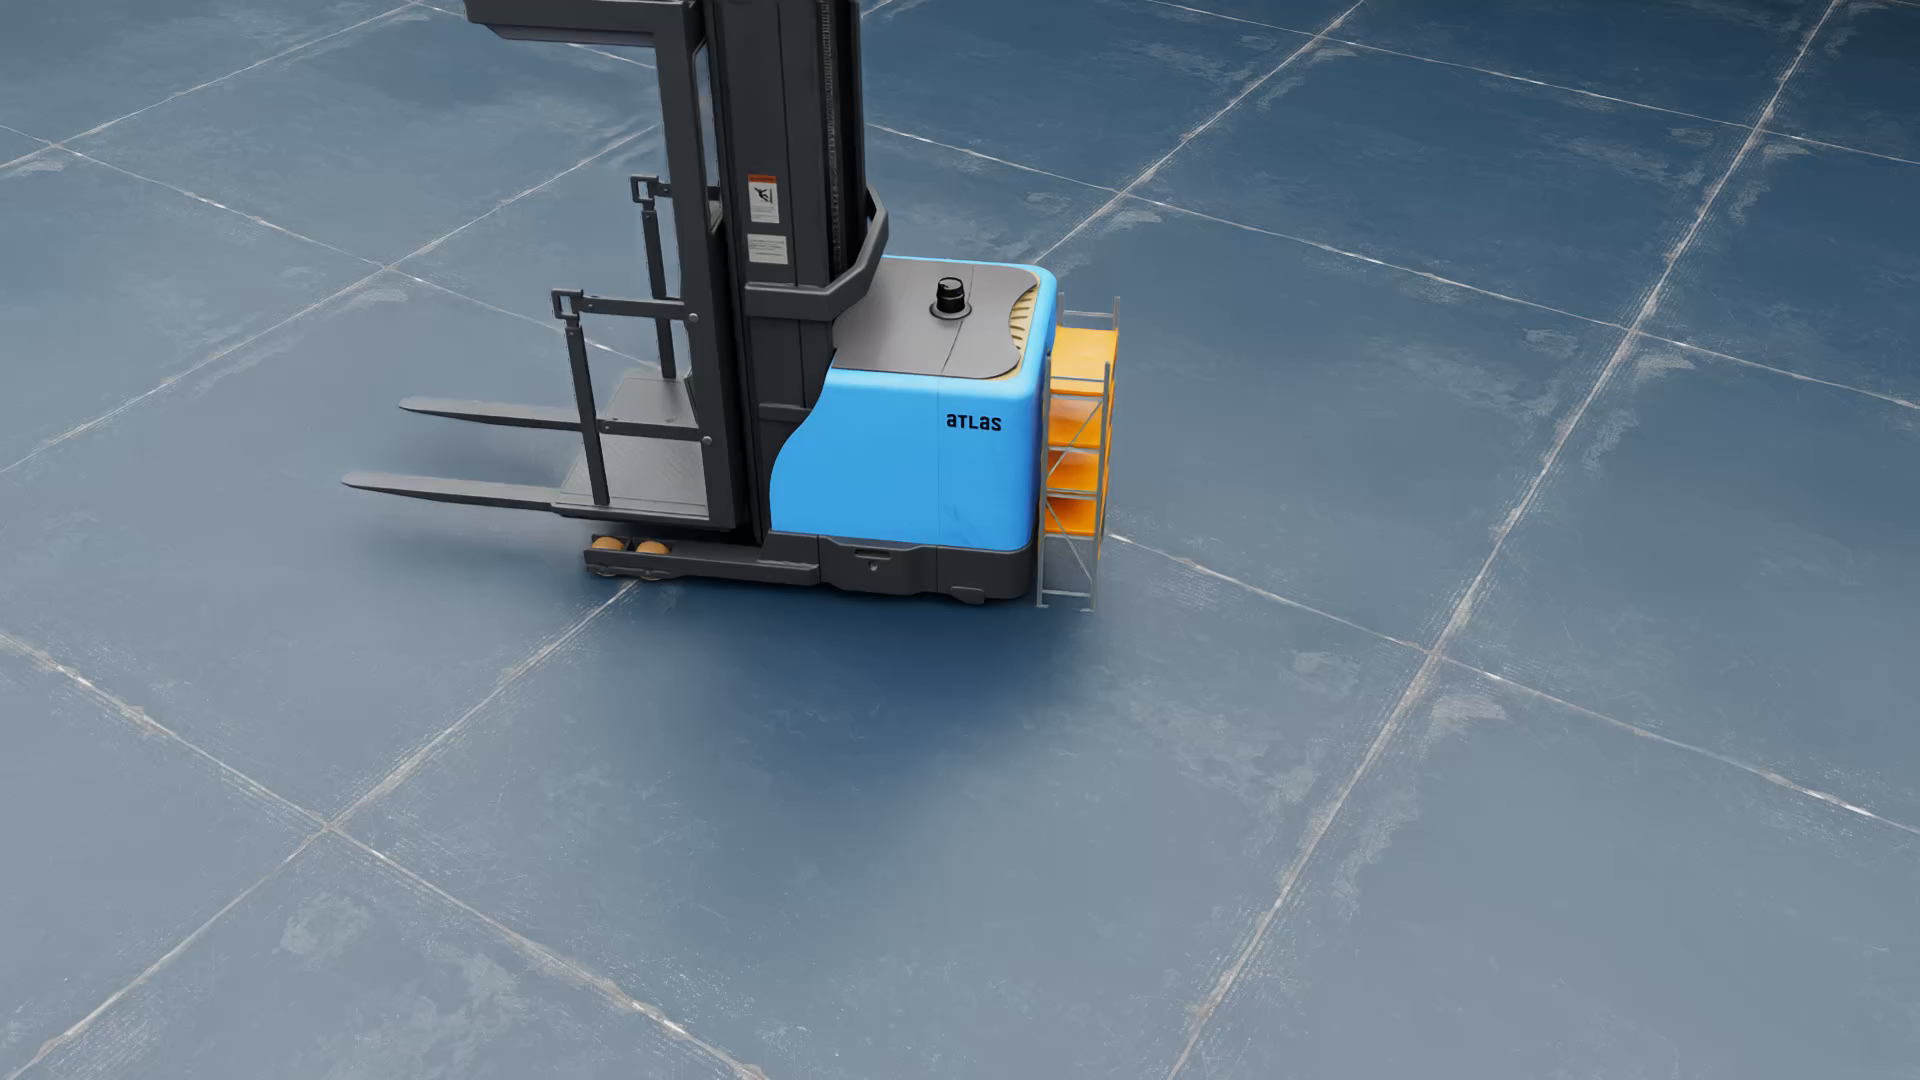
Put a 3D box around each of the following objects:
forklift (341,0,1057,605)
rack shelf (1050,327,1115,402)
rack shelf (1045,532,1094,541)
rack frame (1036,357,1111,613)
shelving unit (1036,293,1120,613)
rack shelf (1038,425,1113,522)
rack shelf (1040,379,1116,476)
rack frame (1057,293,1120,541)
[{"bbox_3d":[-1.142,-1.302,6.539,3.031,2.935,1.130,5,38,7],"label":"forklift"},{"bbox_3d":[0.472,-0.679,6.441,0.221,0.050,0.457,5,38,7],"label":"rack shelf"},{"bbox_3d":[0.472,-0.149,6.849,0.199,0.029,0.442,5,38,7],"label":"rack shelf"},{"bbox_3d":[0.437,-0.190,6.513,0.240,1.200,0.015,5,38,7],"label":"rack frame"},{"bbox_3d":[0.472,-0.337,6.704,0.258,1.200,0.503,5,38,7],"label":"shelving unit"},{"bbox_3d":[0.472,-0.284,6.746,0.258,0.148,0.480,5,38,7],"label":"rack shelf"},{"bbox_3d":[0.472,-0.461,6.609,0.258,0.148,0.480,5,38,7],"label":"rack shelf"},{"bbox_3d":[0.507,-0.485,6.896,0.240,1.200,0.015,5,38,7],"label":"rack frame"}]
